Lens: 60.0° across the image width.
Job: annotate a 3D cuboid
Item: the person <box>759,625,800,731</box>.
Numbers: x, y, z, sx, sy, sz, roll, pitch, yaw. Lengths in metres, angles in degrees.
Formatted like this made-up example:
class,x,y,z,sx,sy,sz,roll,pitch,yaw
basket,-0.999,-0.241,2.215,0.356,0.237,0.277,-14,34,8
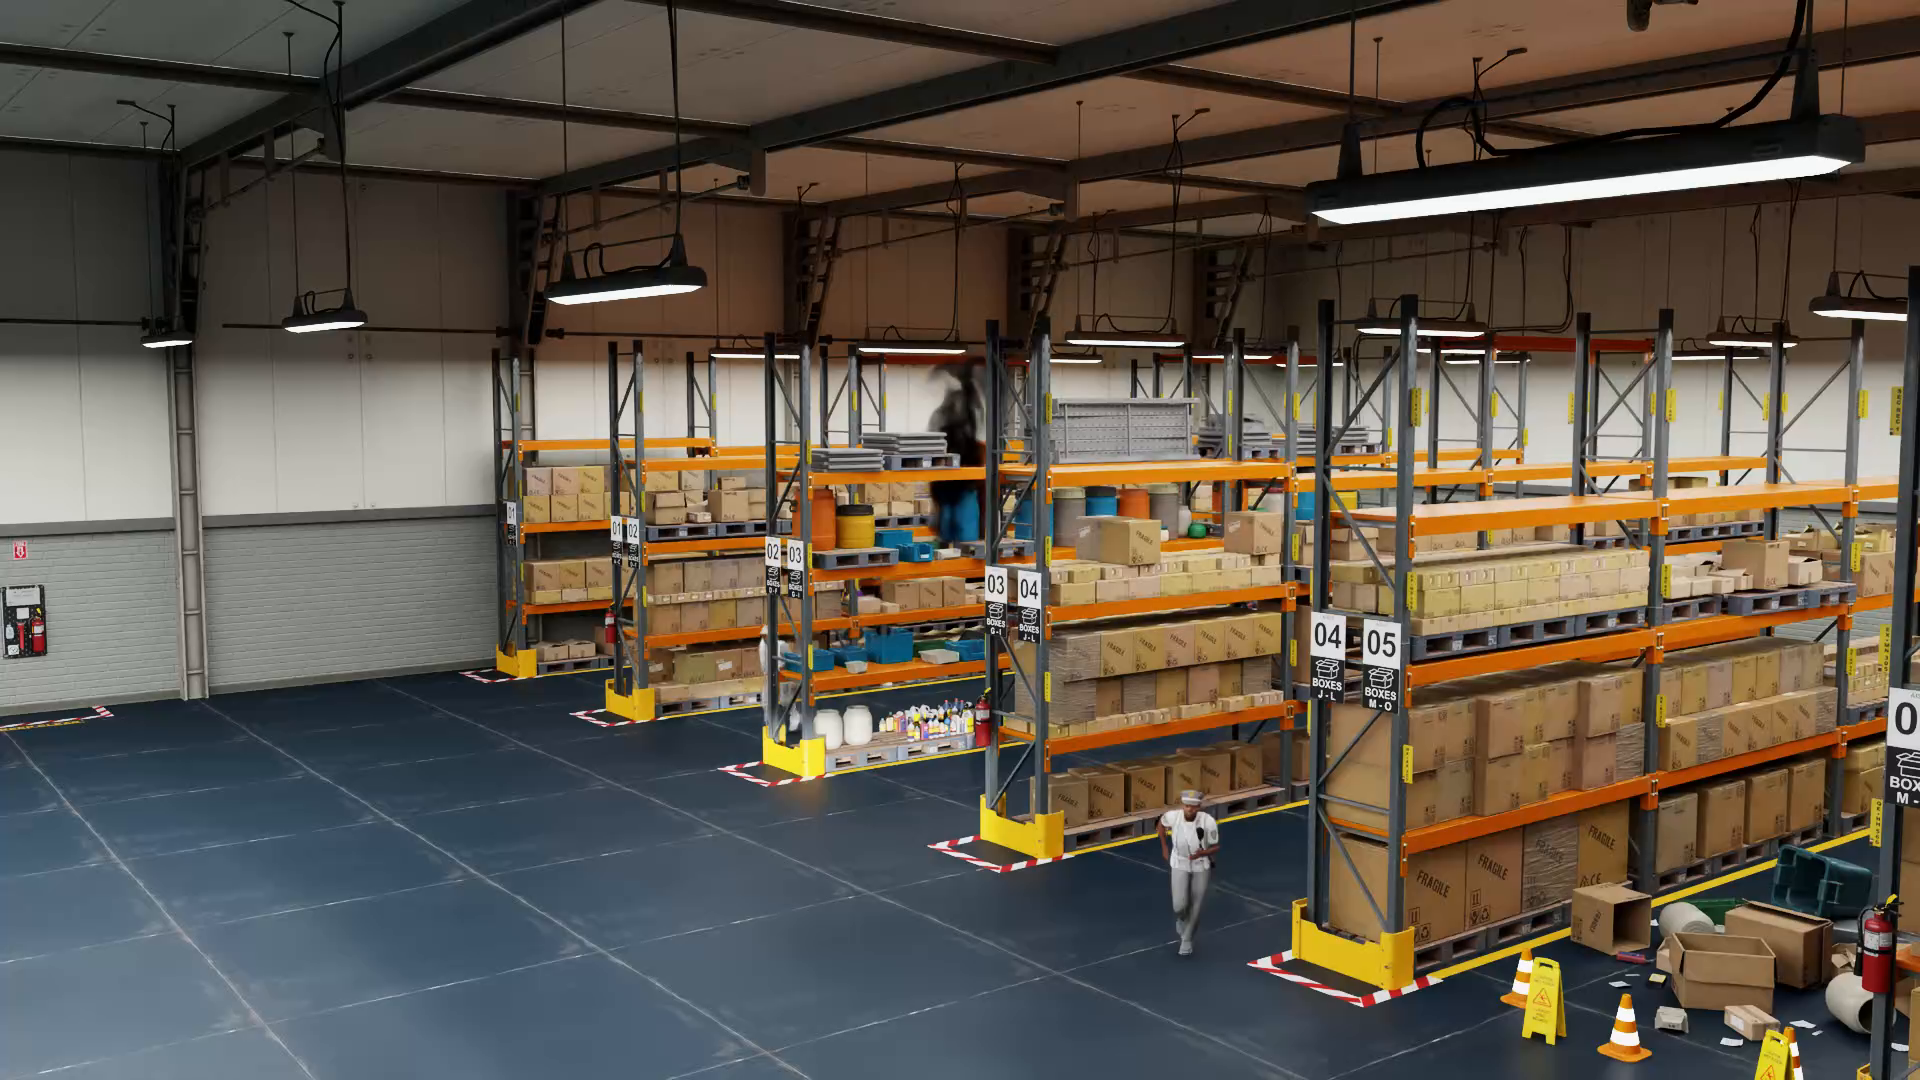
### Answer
class,x,y,z,sx,sy,sz,roll,pitch,yaw
person,-2.731,2.143,25.002,0.715,1.814,0.950,3,6,30

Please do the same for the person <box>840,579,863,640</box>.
class,x,y,z,sx,sy,sz,roll,pitch,yaw
person,-2.047,1.509,31.519,0.888,1.766,0.705,-5,7,-42

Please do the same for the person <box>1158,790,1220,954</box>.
class,x,y,z,sx,sy,sz,roll,pitch,yaw
person,2.088,3.033,15.212,0.561,1.611,0.699,1,5,8
